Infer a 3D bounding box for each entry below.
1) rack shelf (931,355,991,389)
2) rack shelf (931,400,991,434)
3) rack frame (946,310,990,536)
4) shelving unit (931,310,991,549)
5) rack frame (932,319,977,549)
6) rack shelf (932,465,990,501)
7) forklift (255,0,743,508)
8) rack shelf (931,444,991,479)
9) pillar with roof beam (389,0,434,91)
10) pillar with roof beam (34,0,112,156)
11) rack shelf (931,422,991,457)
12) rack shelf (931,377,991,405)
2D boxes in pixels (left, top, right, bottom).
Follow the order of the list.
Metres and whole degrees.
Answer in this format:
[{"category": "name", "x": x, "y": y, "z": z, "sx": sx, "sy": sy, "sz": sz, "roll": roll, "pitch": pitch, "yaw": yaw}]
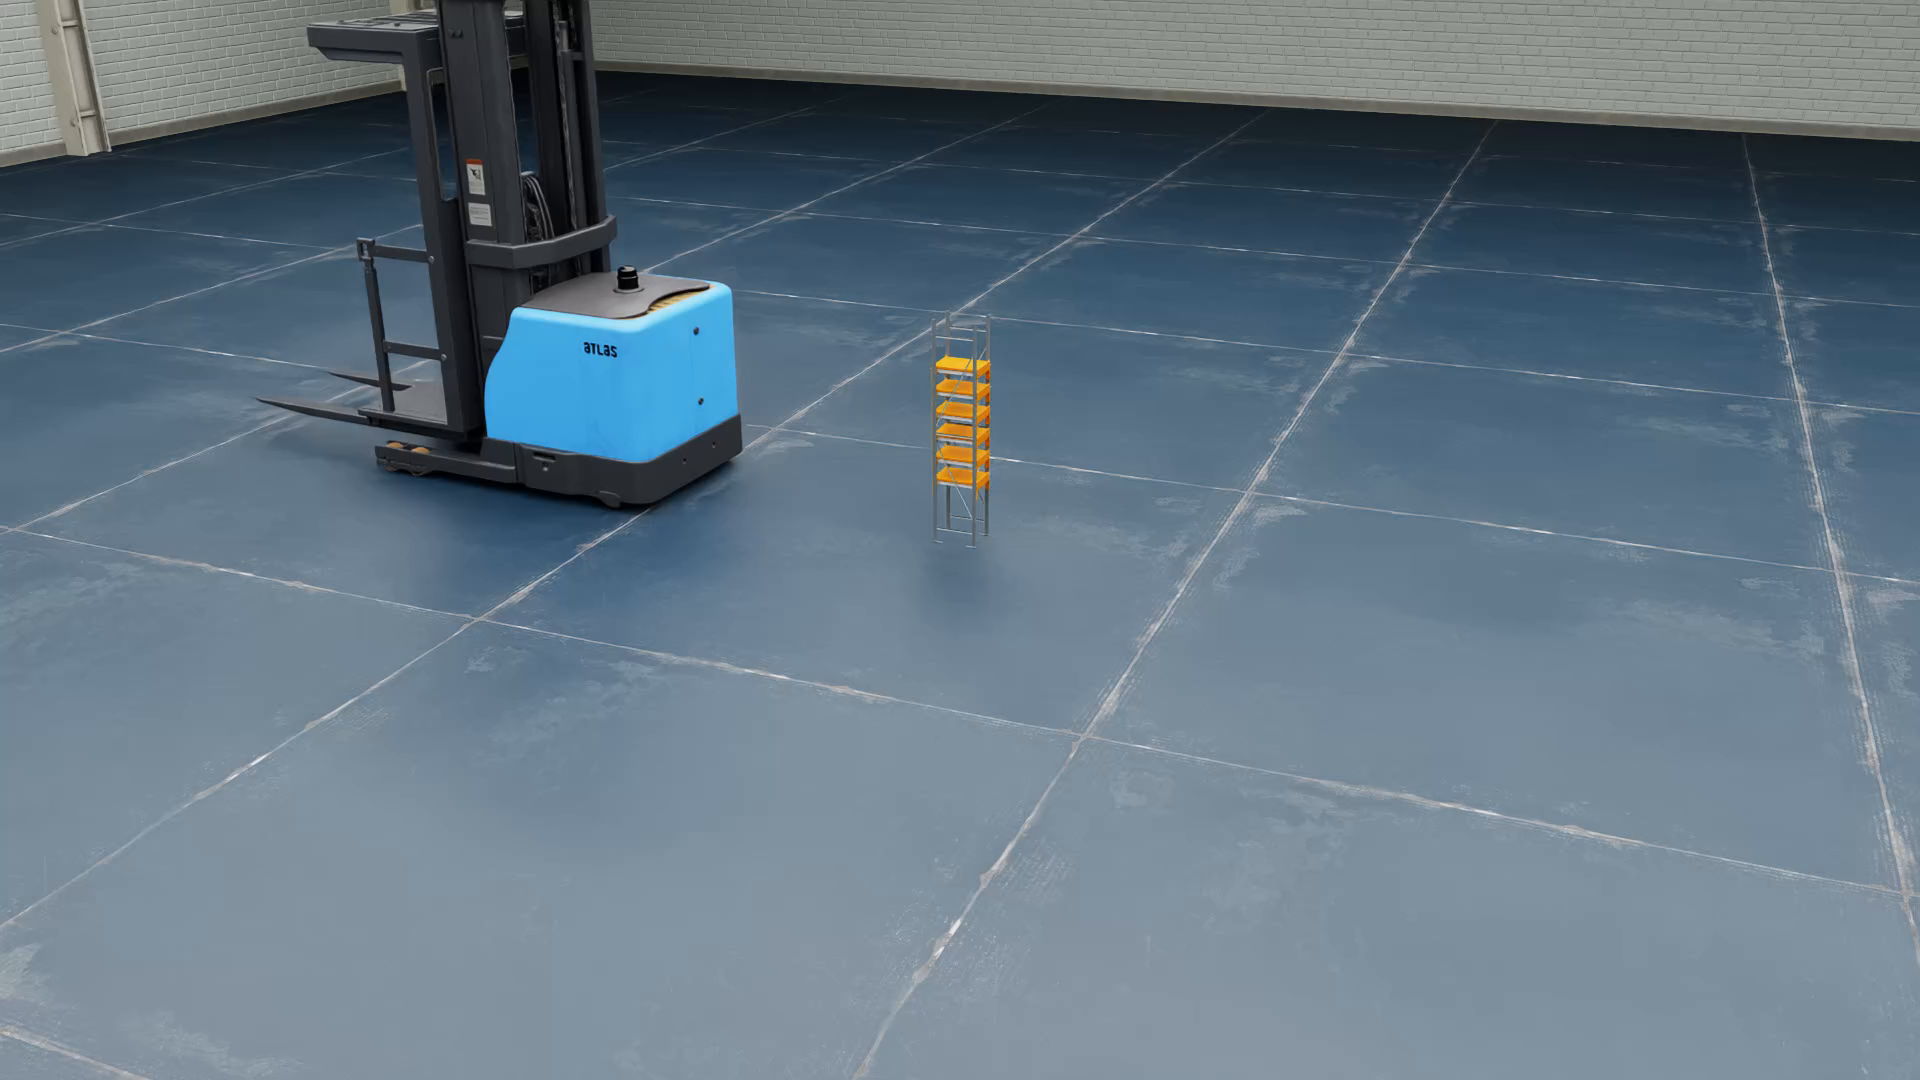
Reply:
[{"category": "rack shelf", "x": 0.005, "y": -0.850, "z": 8.410, "sx": 0.258, "sy": 0.103, "sz": 0.180, "roll": 9, "pitch": 24, "yaw": 20}, {"category": "rack shelf", "x": 0.005, "y": -0.629, "z": 8.502, "sx": 0.258, "sy": 0.103, "sz": 0.180, "roll": 9, "pitch": 24, "yaw": 20}, {"category": "rack frame", "x": 0.039, "y": -0.592, "z": 8.610, "sx": 0.240, "sy": 1.200, "sz": 0.006, "roll": 9, "pitch": 24, "yaw": 20}, {"category": "shelving unit", "x": 0.005, "y": -0.559, "z": 8.531, "sx": 0.258, "sy": 1.200, "sz": 0.189, "roll": 9, "pitch": 24, "yaw": 20}, {"category": "rack frame", "x": -0.029, "y": -0.526, "z": 8.453, "sx": 0.240, "sy": 1.200, "sz": 0.006, "roll": 9, "pitch": 24, "yaw": 20}, {"category": "rack shelf", "x": 0.005, "y": -0.296, "z": 8.641, "sx": 0.258, "sy": 0.103, "sz": 0.180, "roll": 9, "pitch": 24, "yaw": 20}, {"category": "forklift", "x": -2.843, "y": -1.894, "z": 9.483, "sx": 3.031, "sy": 2.935, "sz": 1.130, "roll": 10, "pitch": 25, "yaw": 23}, {"category": "rack shelf", "x": 0.005, "y": -0.407, "z": 8.595, "sx": 0.258, "sy": 0.103, "sz": 0.180, "roll": 9, "pitch": 24, "yaw": 20}, {"category": "pillar with roof beam", "x": -4.141, "y": -10.293, "z": 21.716, "sx": 9.100, "sy": 9.000, "sz": 0.400, "roll": 9, "pitch": 24, "yaw": 20}, {"category": "pillar with roof beam", "x": -6.369, "y": -8.146, "z": 16.576, "sx": 9.100, "sy": 9.000, "sz": 0.400, "roll": 9, "pitch": 24, "yaw": 20}, {"category": "rack shelf", "x": 0.005, "y": -0.518, "z": 8.548, "sx": 0.258, "sy": 0.103, "sz": 0.180, "roll": 9, "pitch": 24, "yaw": 20}, {"category": "rack shelf", "x": 0.005, "y": -0.739, "z": 8.456, "sx": 0.258, "sy": 0.103, "sz": 0.180, "roll": 9, "pitch": 24, "yaw": 20}]
